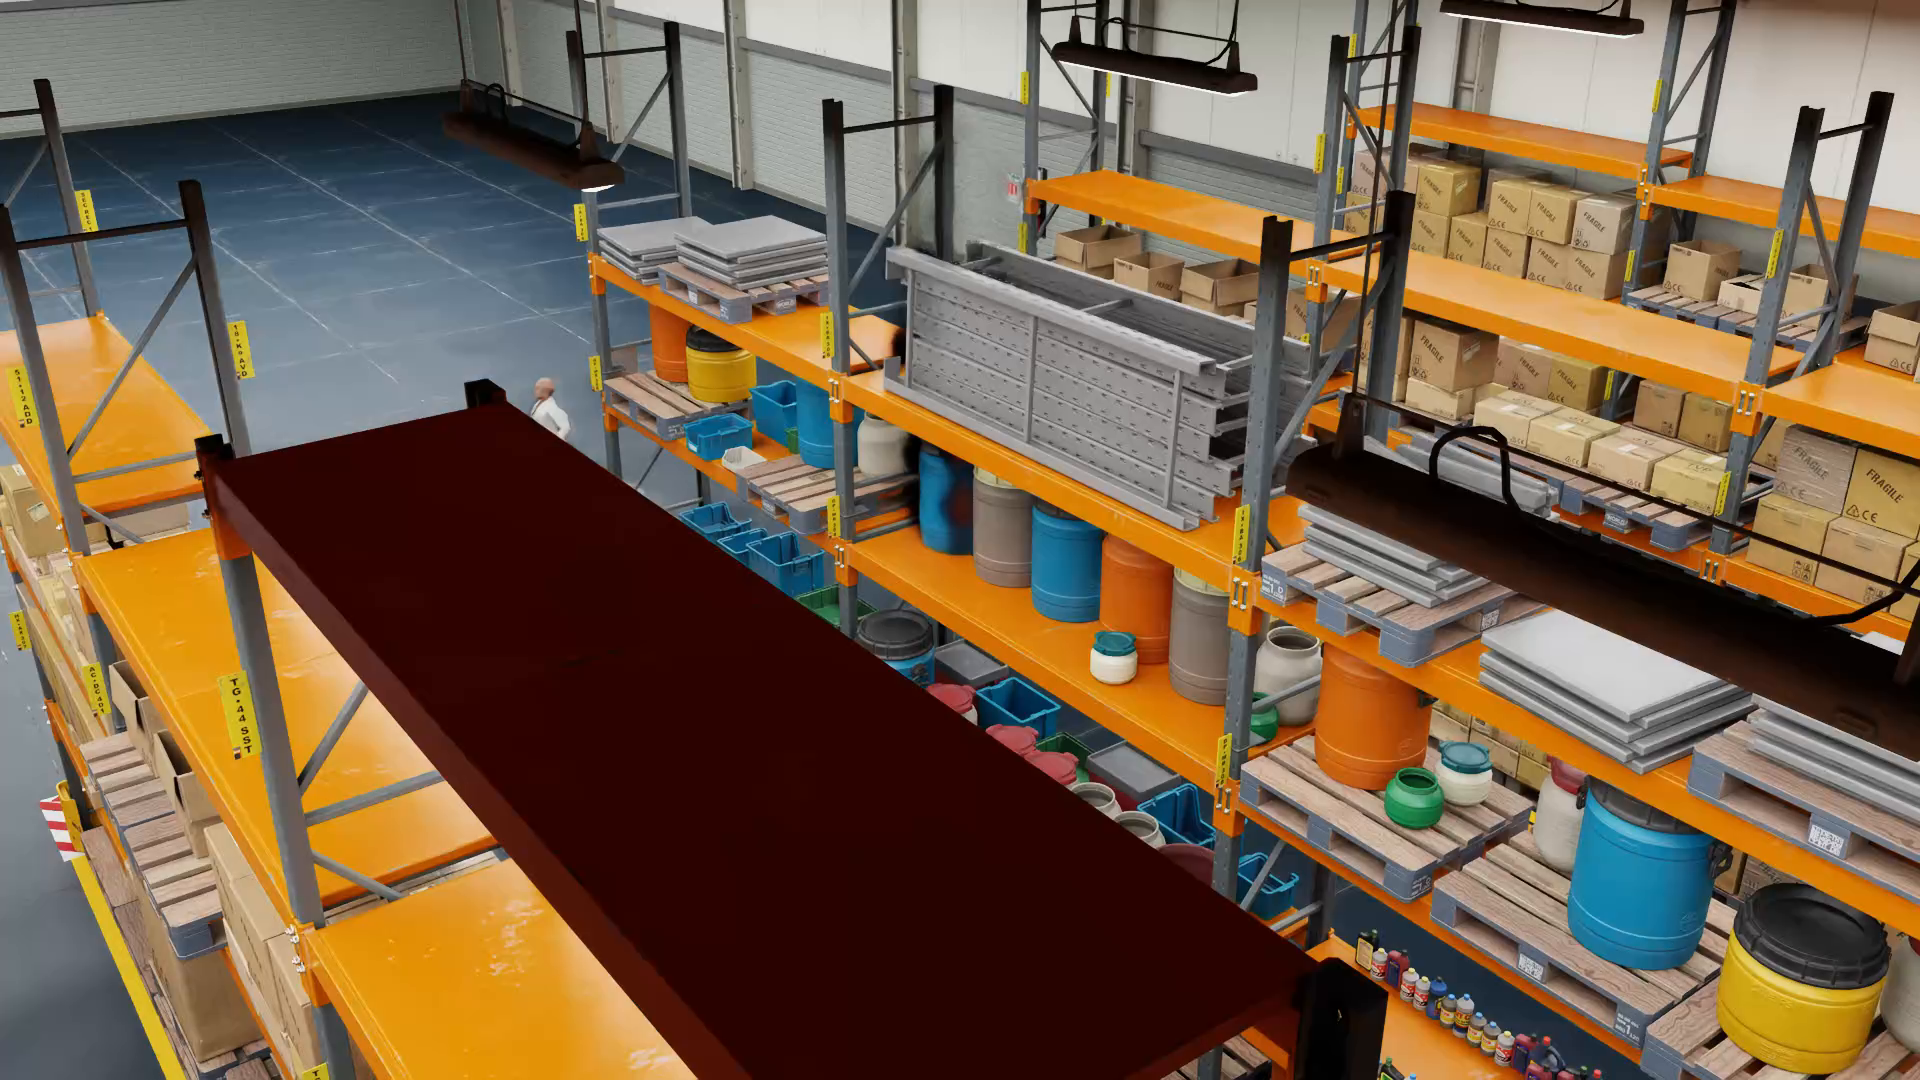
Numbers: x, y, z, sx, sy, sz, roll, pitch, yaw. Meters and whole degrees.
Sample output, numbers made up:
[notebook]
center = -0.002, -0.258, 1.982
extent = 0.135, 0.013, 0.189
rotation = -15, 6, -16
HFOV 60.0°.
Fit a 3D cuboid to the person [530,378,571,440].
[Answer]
[person]
center = -4.769, -0.899, 19.091
extent = 0.695, 1.569, 0.691
rotation = -6, 26, -13
